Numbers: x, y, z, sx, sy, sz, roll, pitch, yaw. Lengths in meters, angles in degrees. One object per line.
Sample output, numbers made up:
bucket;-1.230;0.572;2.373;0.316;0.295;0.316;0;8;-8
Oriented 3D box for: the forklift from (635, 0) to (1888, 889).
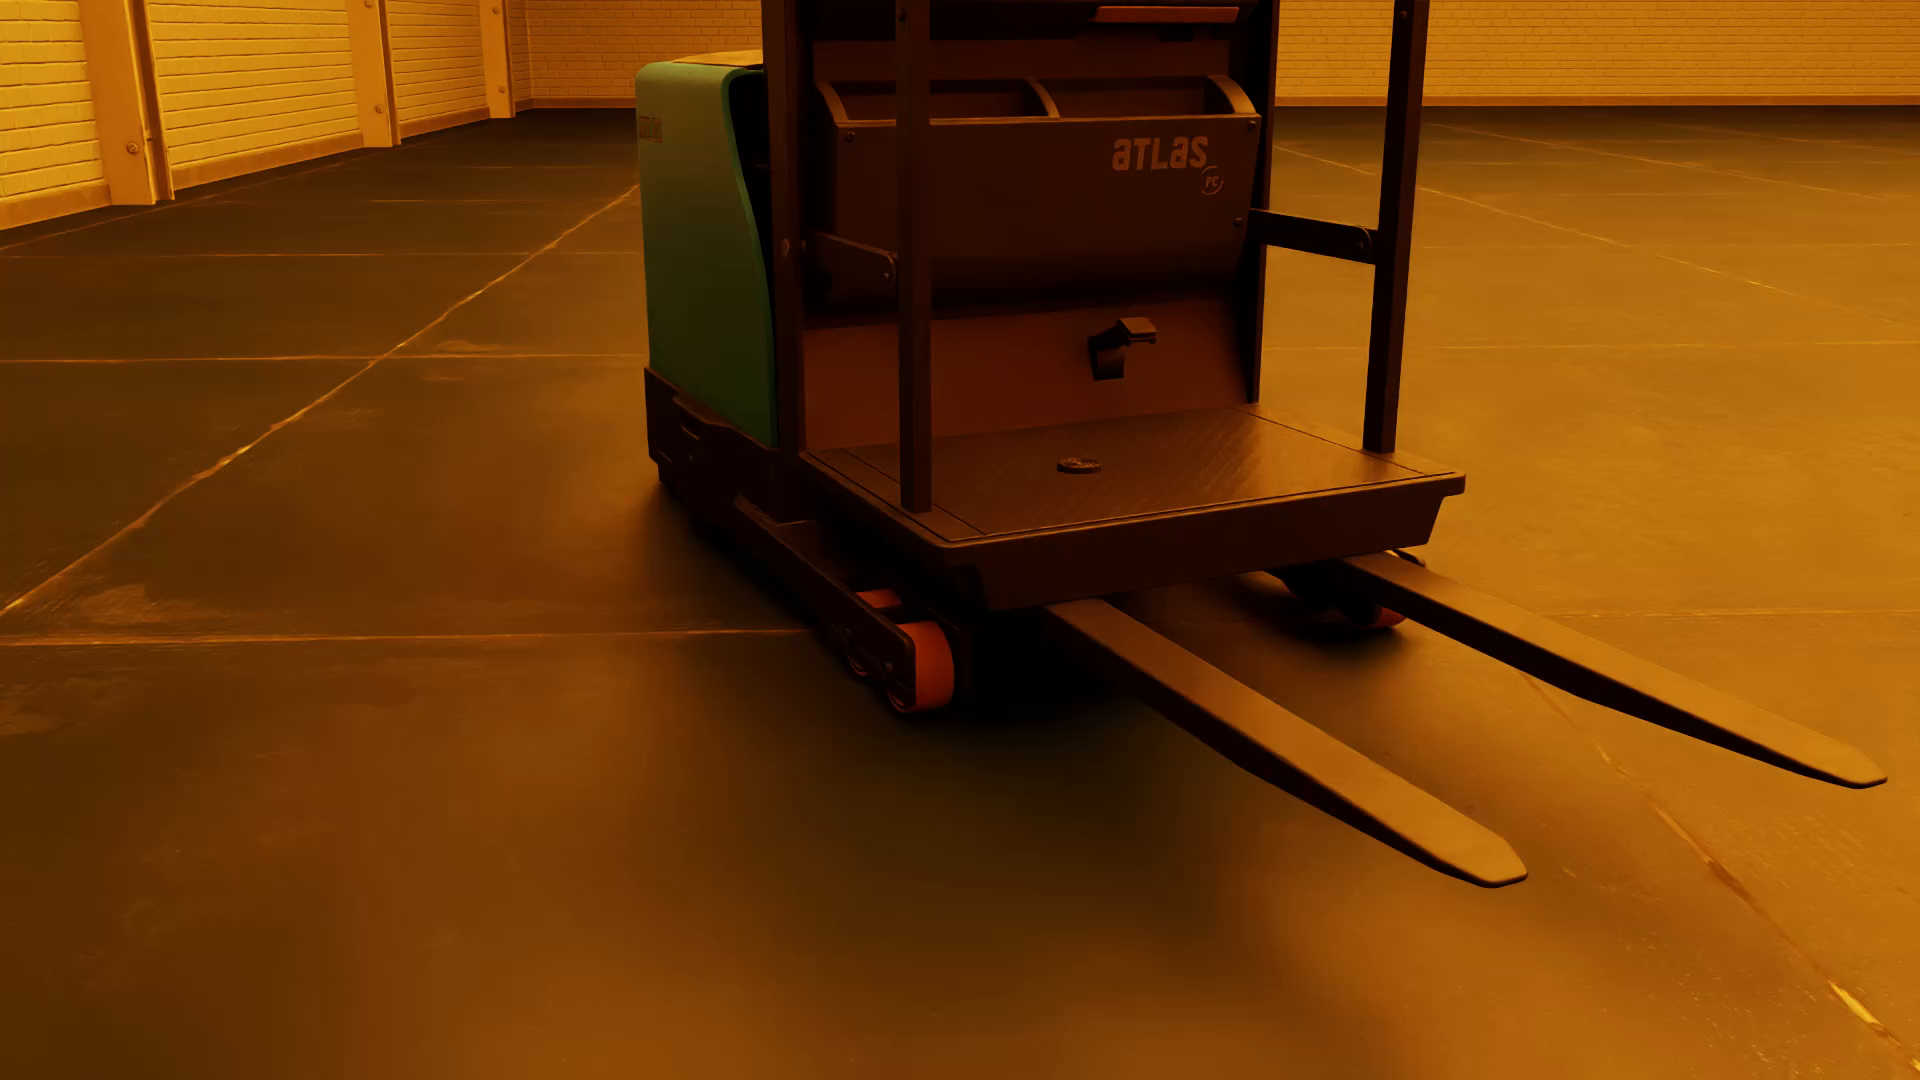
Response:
forklift;0.258;-1.240;2.962;1.130;2.935;3.031;-8;19;-24
